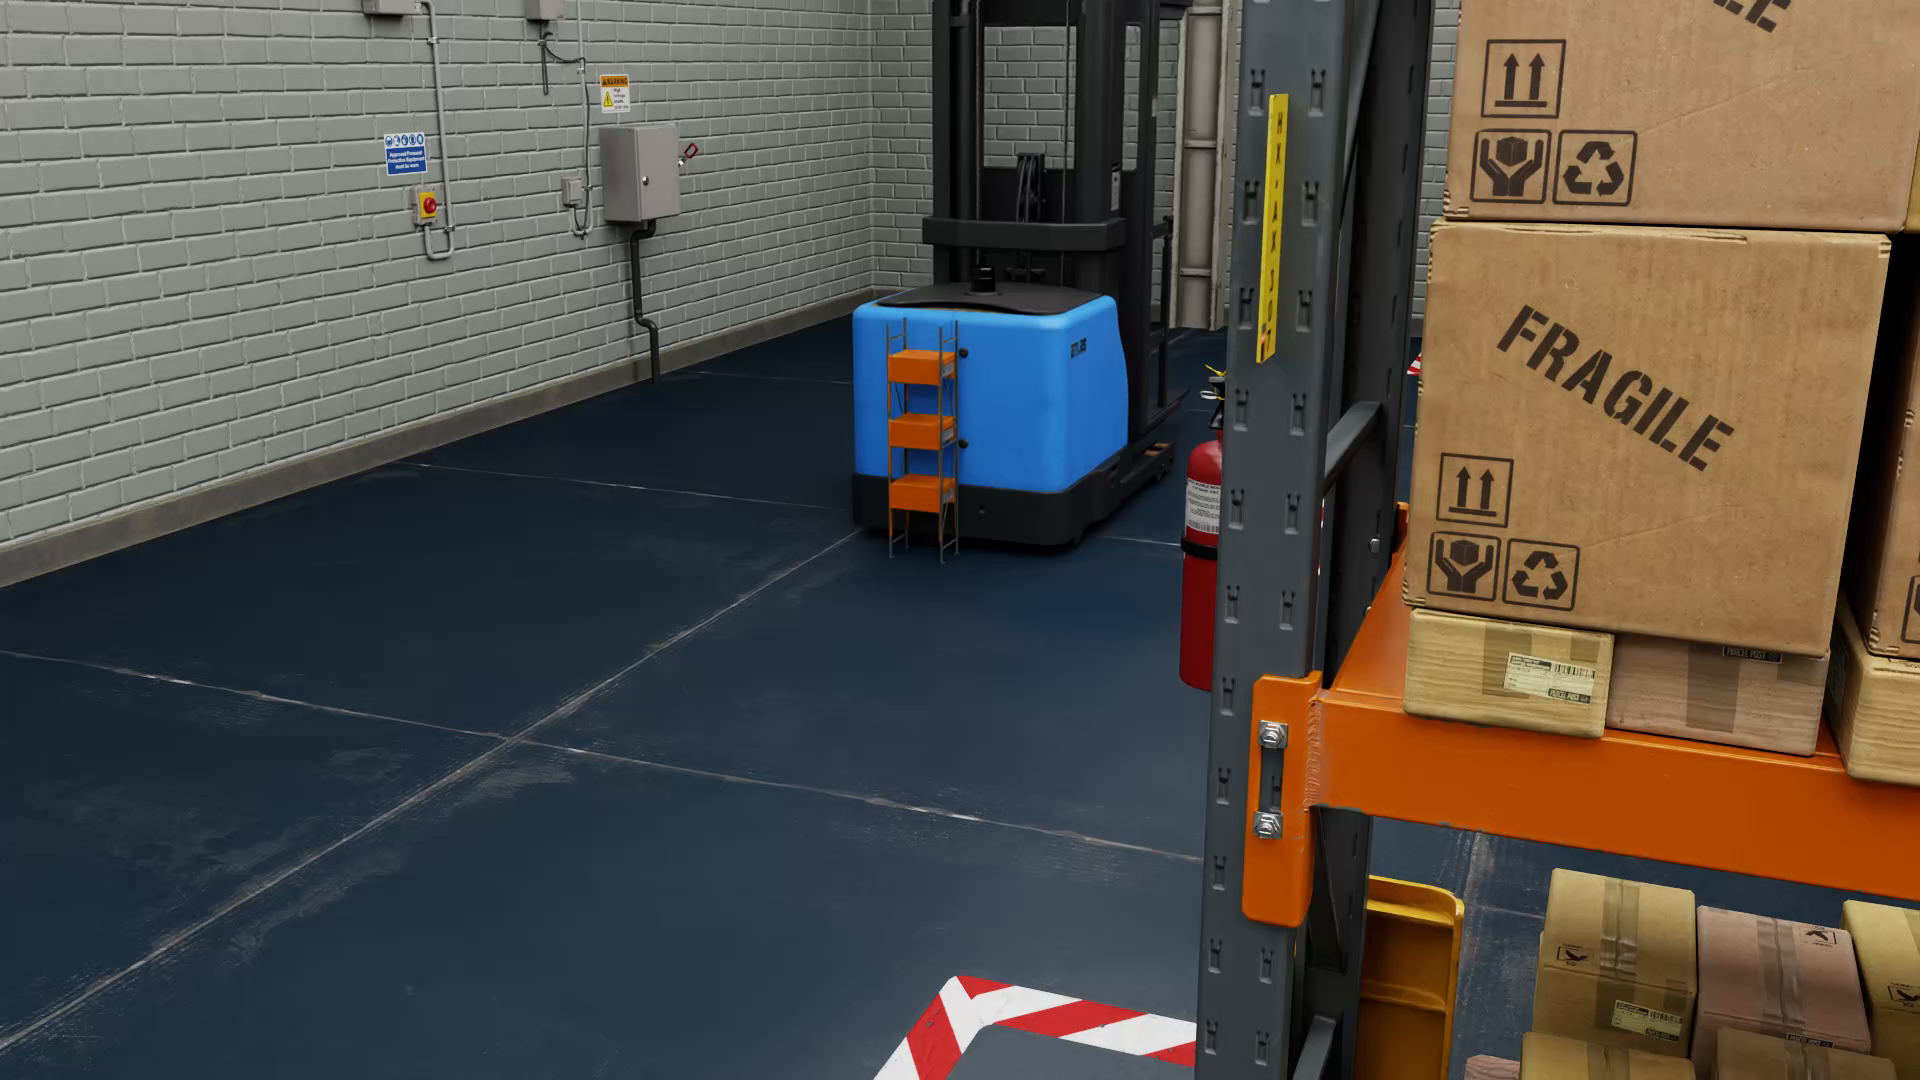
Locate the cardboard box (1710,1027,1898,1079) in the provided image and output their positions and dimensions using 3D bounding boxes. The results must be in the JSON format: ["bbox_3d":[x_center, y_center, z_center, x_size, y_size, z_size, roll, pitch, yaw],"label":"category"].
[{"bbox_3d":[1.254,0.906,2.465,0.250,0.149,0.380,7,17,22],"label":"cardboard box"}]

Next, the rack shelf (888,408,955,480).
[{"bbox_3d":[-0.160,-0.421,7.277,0.240,0.259,0.215,6,17,21],"label":"rack shelf"}]

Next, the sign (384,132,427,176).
[{"bbox_3d":[-3.016,-2.103,9.051,0.001,0.218,0.327,6,17,21],"label":"sign"}]

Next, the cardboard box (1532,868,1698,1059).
[{"bbox_3d":[1.176,0.756,2.982,0.250,0.149,0.380,6,17,21],"label":"cardboard box"}]

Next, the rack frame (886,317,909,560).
[{"bbox_3d":[-0.274,-0.443,7.318,0.008,1.050,0.200,6,17,21],"label":"rack frame"}]

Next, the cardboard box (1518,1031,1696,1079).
[{"bbox_3d":[0.953,0.909,2.454,0.250,0.149,0.380,5,17,18],"label":"cardboard box"}]

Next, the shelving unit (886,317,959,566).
[{"bbox_3d":[-0.160,-0.431,7.275,0.252,1.050,0.215,6,17,21],"label":"shelving unit"}]

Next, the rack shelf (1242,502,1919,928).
[{"bbox_3d":[2.451,0.436,2.082,4.000,0.370,1.077,6,17,21],"label":"rack shelf"}]

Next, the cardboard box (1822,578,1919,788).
[{"bbox_3d":[1.254,0.181,2.119,0.250,0.149,0.380,6,17,19],"label":"cardboard box"}]

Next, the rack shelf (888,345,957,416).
[{"bbox_3d":[-0.161,-0.693,7.198,0.240,0.259,0.215,6,17,21],"label":"rack shelf"}]

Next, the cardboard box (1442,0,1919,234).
[{"bbox_3d":[0.911,-0.670,2.096,0.500,0.500,0.500,6,17,20],"label":"cardboard box"}]

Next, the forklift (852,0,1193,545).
[{"bbox_3d":[0.515,-1.751,8.448,1.130,2.935,3.031,6,17,21],"label":"forklift"}]

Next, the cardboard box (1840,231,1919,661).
[{"bbox_3d":[1.414,-0.139,2.060,0.500,0.500,0.500,6,17,21],"label":"cardboard box"}]

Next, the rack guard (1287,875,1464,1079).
[{"bbox_3d":[0.661,1.094,3.008,0.348,0.500,1.175,6,17,21],"label":"rack guard"}]

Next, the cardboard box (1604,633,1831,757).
[{"bbox_3d":[1.024,0.140,2.262,0.250,0.149,0.380,7,18,23],"label":"cardboard box"}]

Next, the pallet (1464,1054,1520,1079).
[{"bbox_3d":[1.404,1.325,2.731,1.213,0.211,1.003,6,17,21],"label":"pallet"}]

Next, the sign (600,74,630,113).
[{"bbox_3d":[-2.248,-2.912,10.844,0.001,0.242,0.339,6,17,21],"label":"sign"}]

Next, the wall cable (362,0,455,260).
[{"bbox_3d":[-2.941,-2.482,8.964,0.123,1.953,0.585,6,17,21],"label":"wall cable"}]

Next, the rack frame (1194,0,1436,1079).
[{"bbox_3d":[0.589,-0.113,2.683,0.053,2.616,0.949,6,17,21],"label":"rack frame"}]

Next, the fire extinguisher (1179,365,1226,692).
[{"bbox_3d":[0.526,-0.043,3.250,0.183,0.674,0.296,6,17,21],"label":"fire extinguisher"}]

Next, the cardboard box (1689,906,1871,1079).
[{"bbox_3d":[1.389,0.797,2.842,0.250,0.149,0.380,7,17,22],"label":"cardboard box"}]

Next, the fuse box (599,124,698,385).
[{"bbox_3d":[-2.035,-1.890,11.115,0.414,1.711,0.539,6,17,21],"label":"fuse box"}]

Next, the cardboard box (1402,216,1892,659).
[{"bbox_3d":[0.907,-0.187,2.226,0.500,0.500,0.500,7,18,23],"label":"cardboard box"}]

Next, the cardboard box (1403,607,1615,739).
[{"bbox_3d":[0.772,0.125,2.314,0.250,0.149,0.380,6,17,20],"label":"cardboard box"}]

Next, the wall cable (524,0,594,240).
[{"bbox_3d":[-2.432,-2.836,10.240,0.122,1.984,0.588,6,17,21],"label":"wall cable"}]

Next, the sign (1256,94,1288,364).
[{"bbox_3d":[0.392,-0.389,2.081,0.005,0.325,0.100,6,17,21],"label":"sign"}]

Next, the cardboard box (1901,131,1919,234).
[{"bbox_3d":[1.383,-0.620,1.924,0.500,0.500,0.500,7,18,22],"label":"cardboard box"}]

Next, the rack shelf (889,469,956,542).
[{"bbox_3d":[-0.160,-0.154,7.355,0.240,0.259,0.215,6,17,21],"label":"rack shelf"}]

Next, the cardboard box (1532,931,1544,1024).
[{"bbox_3d":[1.186,0.890,3.053,0.250,0.149,0.380,6,17,19],"label":"cardboard box"}]

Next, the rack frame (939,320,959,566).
[{"bbox_3d":[-0.047,-0.418,7.232,0.008,1.050,0.200,6,17,21],"label":"rack frame"}]

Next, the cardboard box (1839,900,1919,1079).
[{"bbox_3d":[1.676,0.790,2.865,0.250,0.149,0.380,6,17,19],"label":"cardboard box"}]

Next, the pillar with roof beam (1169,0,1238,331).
[{"bbox_3d":[0.374,-4.970,8.653,0.400,9.000,9.100,6,17,21],"label":"pillar with roof beam"}]
